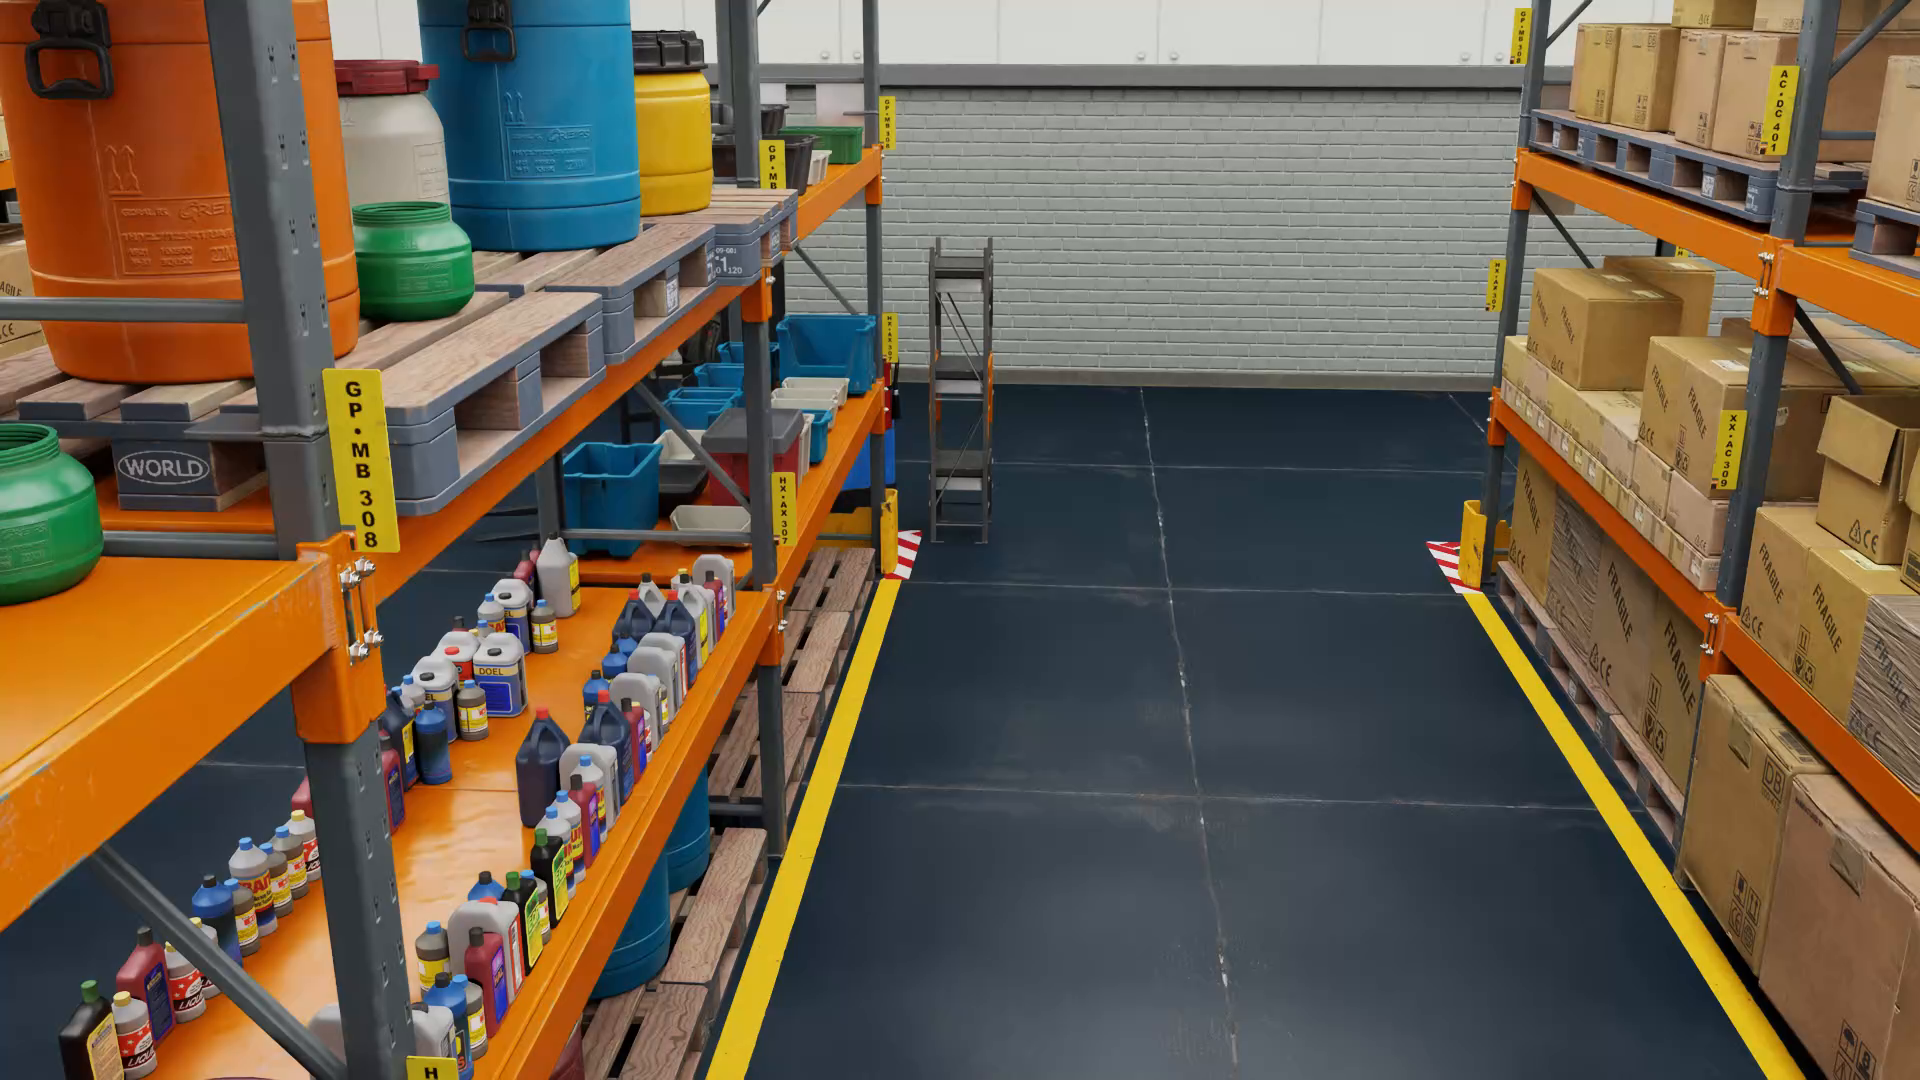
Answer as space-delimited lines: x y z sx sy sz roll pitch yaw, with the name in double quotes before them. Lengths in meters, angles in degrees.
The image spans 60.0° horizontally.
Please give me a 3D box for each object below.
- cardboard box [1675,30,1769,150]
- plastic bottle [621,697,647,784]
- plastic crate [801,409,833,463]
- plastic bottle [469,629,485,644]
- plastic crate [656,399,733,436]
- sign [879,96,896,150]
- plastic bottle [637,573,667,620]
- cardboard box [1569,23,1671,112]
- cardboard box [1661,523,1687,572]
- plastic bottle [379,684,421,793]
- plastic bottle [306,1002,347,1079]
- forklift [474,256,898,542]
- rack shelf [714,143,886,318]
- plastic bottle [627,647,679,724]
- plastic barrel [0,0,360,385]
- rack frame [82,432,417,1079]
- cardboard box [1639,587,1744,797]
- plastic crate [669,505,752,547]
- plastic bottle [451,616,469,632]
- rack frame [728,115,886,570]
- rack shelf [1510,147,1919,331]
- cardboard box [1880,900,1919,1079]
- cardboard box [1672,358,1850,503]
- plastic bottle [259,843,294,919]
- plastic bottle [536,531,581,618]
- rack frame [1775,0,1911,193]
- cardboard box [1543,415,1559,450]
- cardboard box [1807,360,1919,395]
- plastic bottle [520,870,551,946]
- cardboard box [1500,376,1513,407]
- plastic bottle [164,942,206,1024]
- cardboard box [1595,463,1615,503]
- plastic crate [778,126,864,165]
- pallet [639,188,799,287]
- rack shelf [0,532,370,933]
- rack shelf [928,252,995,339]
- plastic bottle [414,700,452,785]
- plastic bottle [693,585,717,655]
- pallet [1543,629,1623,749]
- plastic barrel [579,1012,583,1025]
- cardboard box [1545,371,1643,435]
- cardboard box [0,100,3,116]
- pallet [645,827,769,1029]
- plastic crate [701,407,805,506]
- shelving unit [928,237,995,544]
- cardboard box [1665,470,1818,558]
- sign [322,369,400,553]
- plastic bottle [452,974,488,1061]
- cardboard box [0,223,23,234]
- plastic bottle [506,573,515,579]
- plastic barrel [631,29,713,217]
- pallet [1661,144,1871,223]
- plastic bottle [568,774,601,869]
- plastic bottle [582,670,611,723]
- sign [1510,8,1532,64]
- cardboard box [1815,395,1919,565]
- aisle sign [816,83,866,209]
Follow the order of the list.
"cardboard box" 3.686 -2.032 7.494 0.700 0.500 0.500 2 18 7
"plastic bottle" -1.059 0.631 5.368 0.061 0.283 0.133 1 18 4
"plastic crate" -0.898 -0.559 8.983 0.416 0.233 0.300 1 18 4
"plastic bottle" -1.783 0.428 6.118 0.097 0.201 0.097 0 18 0
"plastic crate" -1.469 -0.631 9.203 0.416 0.233 0.300 1 18 4
"sign" -0.457 -2.622 10.458 0.100 0.325 0.005 1 18 4
"plastic bottle" -1.177 0.302 6.263 0.144 0.351 0.185 1 18 4
"cardboard box" 3.950 -2.700 9.533 0.700 0.500 0.500 0 18 1
"cardboard box" 3.360 0.037 7.397 0.380 0.149 0.250 2 18 5
"plastic bottle" -1.819 0.617 5.301 0.144 0.351 0.185 1 18 4
"plastic bottle" -1.379 1.160 3.766 0.152 0.276 0.135 1 18 4
"forklift" -2.022 -1.465 11.686 3.031 2.935 1.130 -8 20 -23
"rack shelf" -1.150 -1.716 8.680 1.077 0.370 4.000 1 18 4
"plastic bottle" -1.071 0.489 5.811 0.152 0.276 0.135 1 18 4
"plastic barrel" -1.537 -0.774 3.286 0.600 0.830 0.708 1 18 4
"rack frame" -1.580 1.231 3.348 1.000 3.000 0.127 1 18 4
"cardboard box" 3.774 0.707 7.687 0.875 0.875 0.875 1 18 4
"plastic crate" -1.118 -0.056 7.602 0.396 0.136 0.243 1 18 4
"plastic bottle" -1.809 0.425 5.997 0.061 0.283 0.133 1 18 4
"rack frame" -1.007 -1.253 10.931 1.000 3.000 0.127 1 18 4
"rack shelf" 3.790 -1.605 8.342 1.077 0.370 4.000 1 18 4
"cardboard box" 3.502 1.661 4.773 1.225 0.875 0.875 1 18 4
"cardboard box" 3.413 -0.476 7.116 0.500 0.500 0.500 2 18 5
"plastic bottle" -1.899 0.932 4.579 0.097 0.201 0.097 0 18 0
"plastic bottle" -1.645 0.127 6.797 0.144 0.351 0.185 1 18 4
"rack frame" 3.647 -2.751 5.868 1.000 3.000 0.127 1 18 4
"cardboard box" 3.507 -0.601 9.344 0.380 0.149 0.250 1 18 3
"cardboard box" 3.936 -0.470 7.099 0.500 0.500 0.500 1 18 4
"plastic bottle" -1.149 0.978 4.440 0.097 0.201 0.097 0 18 0
"cardboard box" 3.579 -0.920 10.318 0.380 0.149 0.250 1 18 5
"plastic bottle" -1.934 1.083 4.118 0.097 0.201 0.097 0 18 0
"cardboard box" 3.434 -0.282 8.370 0.380 0.149 0.250 1 18 3
"plastic crate" -0.793 -2.265 9.542 0.450 0.188 0.336 1 18 4
"pallet" -1.252 -1.101 5.952 1.213 0.211 1.003 1 18 4
"rack shelf" -1.724 0.769 1.097 1.077 0.370 4.000 1 18 4
"rack shelf" 0.012 -1.701 11.539 0.431 0.518 0.480 1 18 4
"plastic bottle" -1.696 0.644 5.347 0.097 0.271 0.097 0 18 0
"plastic bottle" -1.026 0.291 6.417 0.152 0.276 0.135 1 18 4
"pallet" 3.864 0.810 9.111 1.003 0.211 1.213 1 18 4
"plastic barrel" -1.530 1.534 5.746 0.421 0.512 0.421 0 18 0
"cardboard box" 3.559 -0.752 9.164 0.500 0.250 0.500 1 18 2
"cardboard box" -5.765 -2.636 9.772 0.500 0.250 0.500 1 18 4
"pallet" -1.390 1.553 6.845 1.003 0.211 1.213 1 18 4
"plastic crate" -0.979 -0.342 7.949 0.402 0.464 0.583 1 18 4
"shelving unit" 0.012 -1.049 11.753 0.431 2.100 0.503 1 18 4
"cardboard box" 3.417 -0.113 7.215 0.500 0.250 0.500 1 18 3
"sign" -1.031 -0.134 2.866 0.100 0.325 0.005 1 18 4
"plastic bottle" -1.184 1.133 3.967 0.097 0.201 0.097 0 18 0
"cardboard box" -6.242 -1.756 10.698 0.500 0.500 0.500 2 18 6
"plastic bottle" -1.752 0.262 6.511 0.097 0.271 0.097 0 18 0
"plastic barrel" -1.157 -1.437 5.699 0.600 0.588 0.600 0 18 0
"pallet" 3.716 -1.538 7.123 1.003 0.211 1.213 1 18 4
"plastic bottle" -1.099 0.802 4.846 0.061 0.283 0.133 1 18 4
"plastic bottle" -1.214 0.567 5.583 0.097 0.271 0.097 0 18 0
"sign" 3.380 -3.035 10.021 0.100 0.325 0.005 1 18 4
"cardboard box" 3.609 -0.226 6.024 0.797 0.503 0.637 1 18 2
"aisle sign" -0.709 -2.504 10.574 0.394 0.787 0.004 1 18 4
